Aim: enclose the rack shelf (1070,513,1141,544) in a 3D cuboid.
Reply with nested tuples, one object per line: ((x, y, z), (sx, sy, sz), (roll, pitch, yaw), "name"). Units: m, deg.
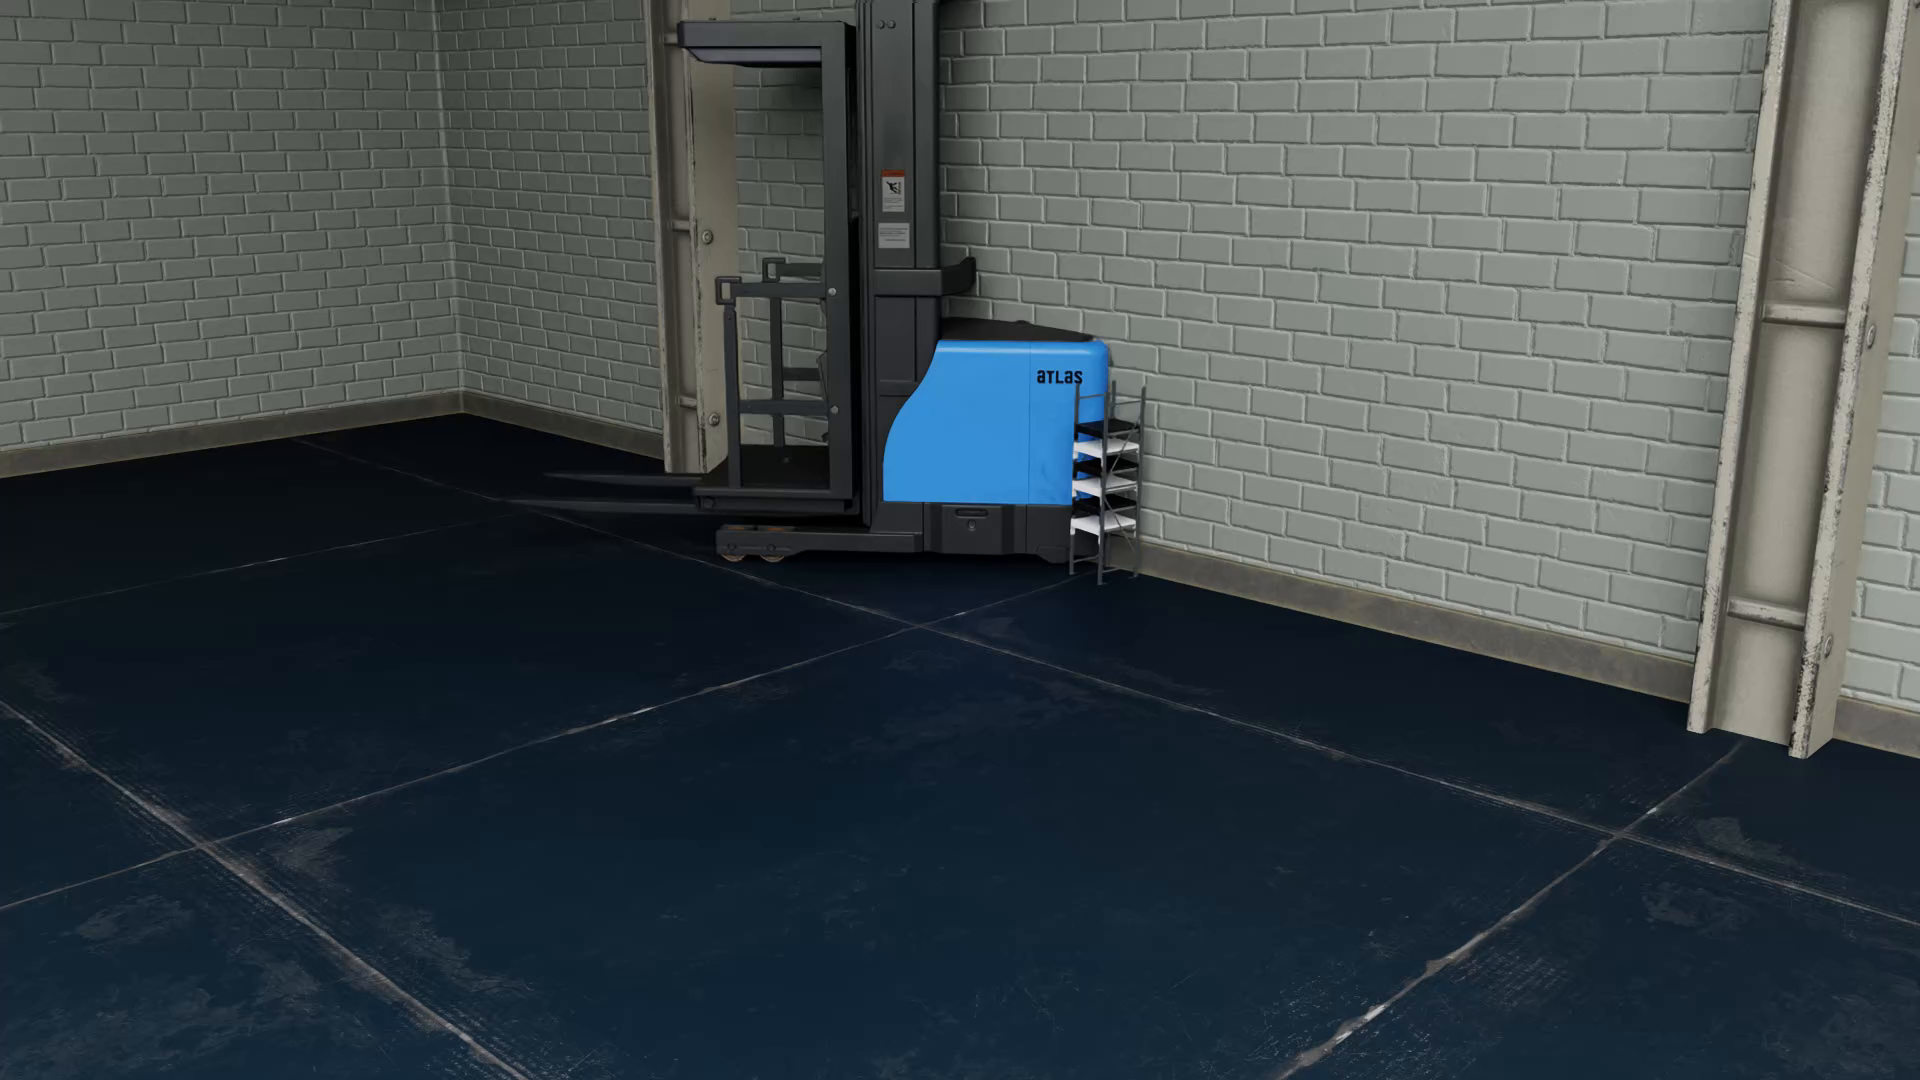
((0.673, -0.059, 7.710), (0.258, 0.077, 0.200), (-10, 19, -35), "rack shelf")

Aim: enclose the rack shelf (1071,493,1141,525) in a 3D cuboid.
((0.674, -0.146, 7.685), (0.258, 0.077, 0.200), (-10, 19, -35), "rack shelf")

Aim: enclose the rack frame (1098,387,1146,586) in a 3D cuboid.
((0.736, -0.241, 7.573), (0.240, 0.900, 0.006), (-10, 19, -35), "rack frame")

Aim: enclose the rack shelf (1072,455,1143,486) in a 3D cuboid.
((0.677, -0.319, 7.637), (0.258, 0.077, 0.200), (-10, 19, -35), "rack shelf")

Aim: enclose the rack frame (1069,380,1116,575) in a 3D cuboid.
((0.616, -0.287, 7.731), (0.240, 0.900, 0.006), (-10, 19, -35), "rack frame")

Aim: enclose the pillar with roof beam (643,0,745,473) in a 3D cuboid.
((-4.498, -3.948, 5.736), (0.400, 9.000, 9.100), (14, 20, 42), "pillar with roof beam")

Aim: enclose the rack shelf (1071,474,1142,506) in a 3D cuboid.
((0.676, -0.232, 7.661), (0.258, 0.077, 0.200), (-10, 19, -35), "rack shelf")

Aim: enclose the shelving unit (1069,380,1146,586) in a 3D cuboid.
((0.676, -0.264, 7.652), (0.258, 0.900, 0.210), (-10, 19, -35), "shelving unit")

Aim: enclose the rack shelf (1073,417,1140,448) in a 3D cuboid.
((0.679, -0.492, 7.588), (0.258, 0.077, 0.200), (-10, 19, -35), "rack shelf")

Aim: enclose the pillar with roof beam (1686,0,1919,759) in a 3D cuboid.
((-0.179, -2.898, 1.706), (0.400, 9.000, 9.100), (14, 20, 42), "pillar with roof beam")

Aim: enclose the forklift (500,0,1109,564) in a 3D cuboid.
((-0.760, -1.443, 8.157), (3.031, 2.935, 1.130), (2, 15, 6), "forklift")

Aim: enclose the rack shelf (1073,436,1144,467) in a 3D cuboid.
((0.678, -0.406, 7.612), (0.258, 0.077, 0.200), (-10, 19, -35), "rack shelf")
